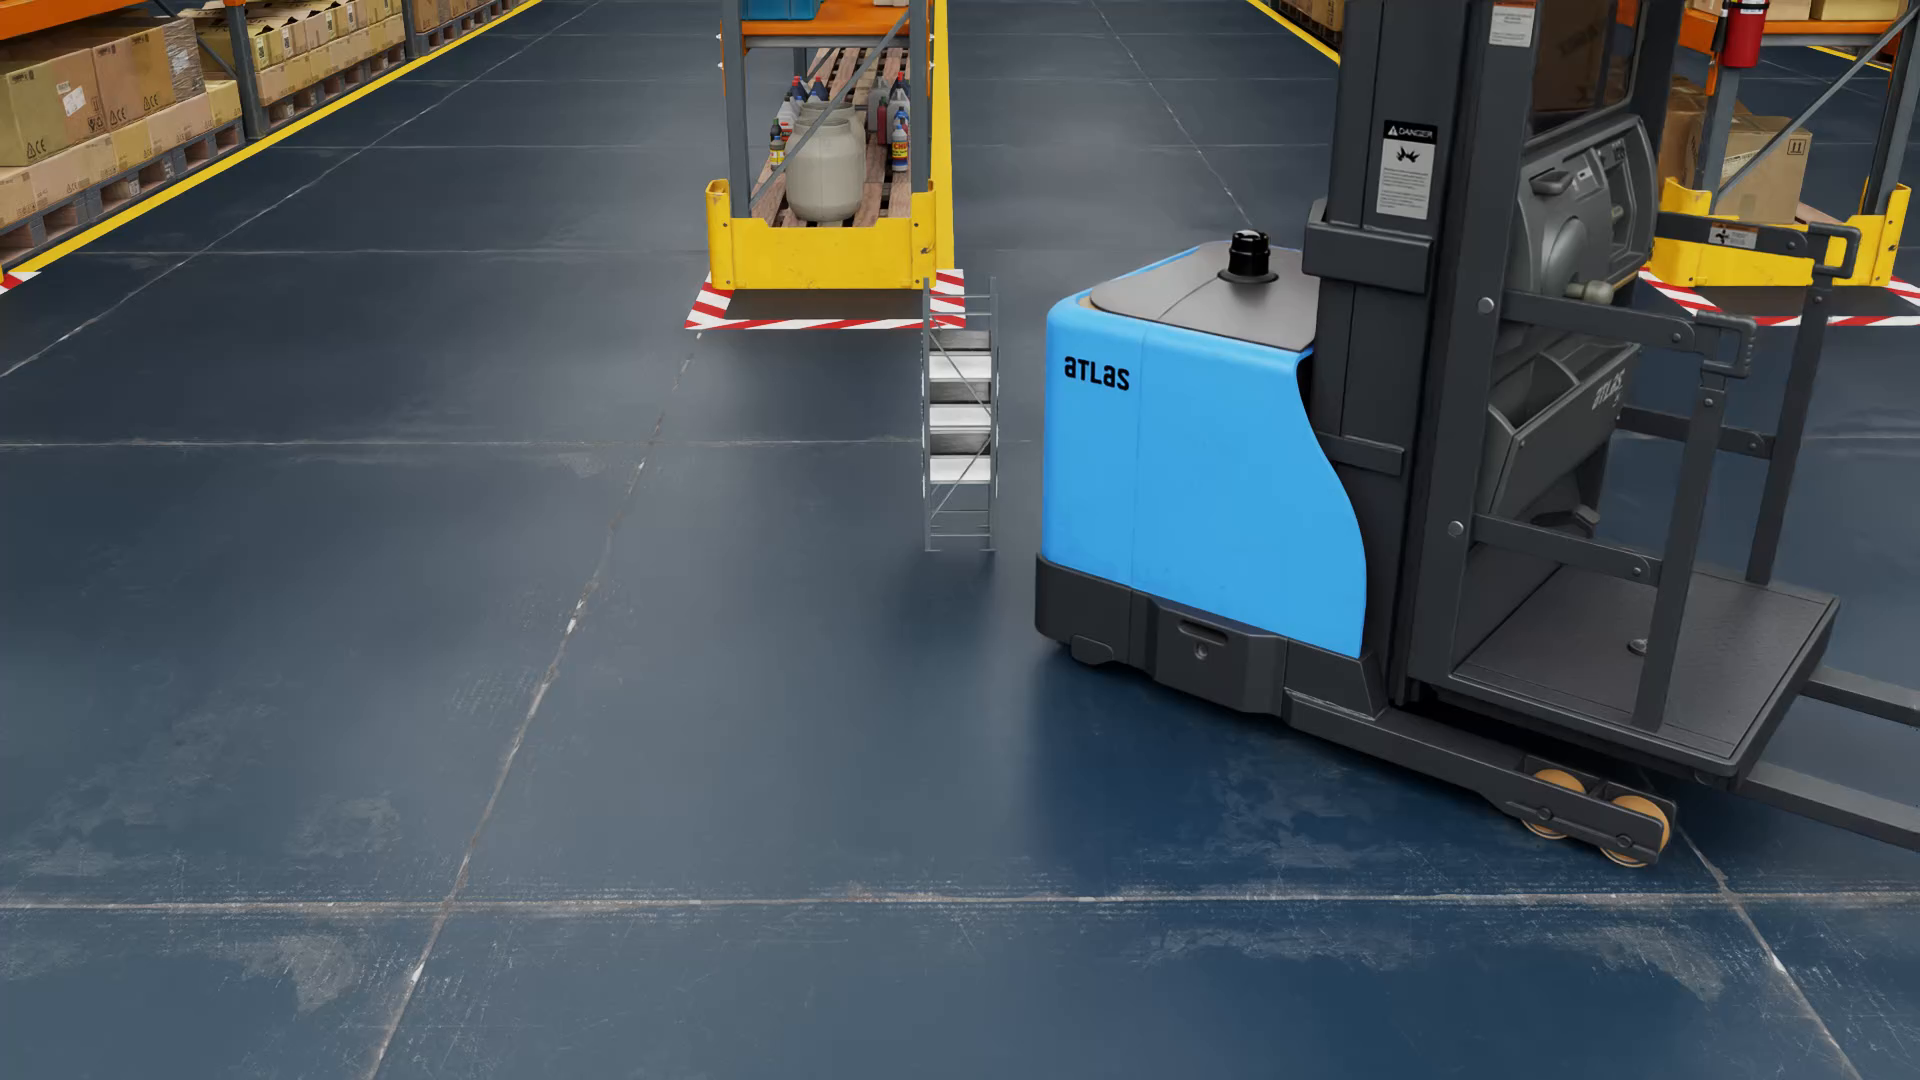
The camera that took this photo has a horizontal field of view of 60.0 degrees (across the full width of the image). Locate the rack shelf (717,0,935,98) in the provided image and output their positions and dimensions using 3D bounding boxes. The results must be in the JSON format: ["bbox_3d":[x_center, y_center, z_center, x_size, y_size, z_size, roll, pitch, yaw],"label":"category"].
[{"bbox_3d":[-0.686,-3.202,10.063,1.077,0.370,4.000,0,24,-1],"label":"rack shelf"}]

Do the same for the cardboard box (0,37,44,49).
[{"bbox_3d":[-5.950,-2.803,10.225,0.500,0.500,0.500,0,24,-1],"label":"cardboard box"}]

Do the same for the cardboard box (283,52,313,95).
[{"bbox_3d":[-5.422,-3.650,13.007,0.500,0.250,0.500,0,24,1],"label":"cardboard box"}]

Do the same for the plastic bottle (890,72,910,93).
[{"bbox_3d":[-0.412,-3.084,11.609,0.144,0.351,0.185,-1,24,-2],"label":"plastic bottle"}]

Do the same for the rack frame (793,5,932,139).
[{"bbox_3d":[-0.708,-4.354,11.737,1.000,3.000,0.127,0,24,-1],"label":"rack frame"}]

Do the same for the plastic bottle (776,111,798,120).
[{"bbox_3d":[-1.099,-2.581,10.589,0.152,0.276,0.135,-1,24,-2],"label":"plastic bottle"}]

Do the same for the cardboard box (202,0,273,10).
[{"bbox_3d":[-5.969,-4.320,13.809,0.500,0.311,0.500,-1,24,-1],"label":"cardboard box"}]

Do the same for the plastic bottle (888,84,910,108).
[{"bbox_3d":[-0.407,-2.871,11.139,0.144,0.351,0.185,0,24,-1],"label":"plastic bottle"}]

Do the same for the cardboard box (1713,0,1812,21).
[{"bbox_3d":[4.079,-2.730,8.451,0.380,0.149,0.250,0,24,-1],"label":"cardboard box"}]

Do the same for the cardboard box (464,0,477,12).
[{"bbox_3d":[-5.446,-5.869,17.587,0.500,0.500,0.500,-1,24,-2],"label":"cardboard box"}]

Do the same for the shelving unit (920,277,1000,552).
[{"bbox_3d":[0.000,-0.413,5.572,0.258,0.900,0.210,0,24,-1],"label":"shelving unit"}]

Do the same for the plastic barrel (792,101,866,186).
[{"bbox_3d":[-0.753,-2.241,9.575,0.421,0.512,0.421,0,24,0],"label":"plastic barrel"}]

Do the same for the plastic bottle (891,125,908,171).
[{"bbox_3d":[-0.372,-2.412,10.219,0.097,0.271,0.097,0,24,0],"label":"plastic bottle"}]

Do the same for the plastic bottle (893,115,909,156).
[{"bbox_3d":[-0.376,-2.553,10.532,0.097,0.271,0.097,0,24,0],"label":"plastic bottle"}]

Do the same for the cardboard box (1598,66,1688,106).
[{"bbox_3d":[4.309,-2.772,10.764,0.500,0.500,0.500,-2,24,-5],"label":"cardboard box"}]

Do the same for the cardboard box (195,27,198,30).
[{"bbox_3d":[-5.952,-3.693,12.422,0.500,0.311,0.500,0,24,-1],"label":"cardboard box"}]

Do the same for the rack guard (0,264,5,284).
[{"bbox_3d":[-5.617,-1.536,8.540,1.175,0.500,0.348,0,24,-1],"label":"rack guard"}]

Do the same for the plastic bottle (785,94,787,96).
[{"bbox_3d":[-1.152,-2.836,11.144,0.061,0.283,0.133,1,24,2],"label":"plastic bottle"}]

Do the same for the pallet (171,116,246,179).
[{"bbox_3d":[-5.694,-2.735,11.541,1.003,0.211,1.213,0,24,-1],"label":"pallet"}]

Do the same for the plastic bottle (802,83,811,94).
[{"bbox_3d":[-1.112,-3.047,11.619,0.152,0.276,0.135,1,24,1],"label":"plastic bottle"}]

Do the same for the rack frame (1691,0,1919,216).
[{"bbox_3d":[4.289,-2.728,8.142,1.000,3.000,0.127,0,24,-1],"label":"rack frame"}]

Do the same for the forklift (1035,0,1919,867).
[{"bbox_3d":[1.702,-0.796,3.953,3.031,2.935,1.130,18,30,34],"label":"forklift"}]

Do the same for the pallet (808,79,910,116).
[{"bbox_3d":[-0.755,-3.407,13.027,1.003,0.211,1.213,0,24,-1],"label":"pallet"}]

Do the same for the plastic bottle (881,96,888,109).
[{"bbox_3d":[-0.509,-2.830,11.129,0.061,0.283,0.133,0,24,-1],"label":"plastic bottle"}]

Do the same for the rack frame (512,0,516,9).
[{"bbox_3d":[-5.748,-7.630,18.980,1.000,3.000,0.127,0,24,-1],"label":"rack frame"}]

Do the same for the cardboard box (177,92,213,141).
[{"bbox_3d":[-5.442,-2.876,11.295,0.500,0.250,0.500,0,24,-1],"label":"cardboard box"}]

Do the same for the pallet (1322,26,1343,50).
[{"bbox_3d":[4.268,-5.079,16.724,1.003,0.211,1.213,0,24,-1],"label":"pallet"}]

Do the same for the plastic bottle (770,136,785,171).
[{"bbox_3d":[-1.122,-2.386,10.248,0.097,0.201,0.097,0,24,0],"label":"plastic bottle"}]

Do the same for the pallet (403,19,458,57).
[{"bbox_3d":[-5.675,-5.019,16.591,1.003,0.211,1.213,0,24,-1],"label":"pallet"}]

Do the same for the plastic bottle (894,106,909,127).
[{"bbox_3d":[-0.379,-2.678,10.807,0.097,0.271,0.097,0,24,0],"label":"plastic bottle"}]

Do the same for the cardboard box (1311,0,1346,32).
[{"bbox_3d":[4.215,-5.532,16.411,1.225,0.875,0.875,-1,24,-3],"label":"cardboard box"}]

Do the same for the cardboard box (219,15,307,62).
[{"bbox_3d":[-5.416,-3.905,12.891,0.500,0.311,0.500,-1,24,-1],"label":"cardboard box"}]

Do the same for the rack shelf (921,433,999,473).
[{"bbox_3d":[0.000,-0.301,5.623,0.258,0.077,0.200,0,24,-1],"label":"rack shelf"}]

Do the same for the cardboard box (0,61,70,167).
[{"bbox_3d":[-5.408,-2.393,9.319,0.500,0.500,0.500,0,24,-1],"label":"cardboard box"}]

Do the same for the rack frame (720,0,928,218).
[{"bbox_3d":[-0.664,-2.706,8.093,1.000,3.000,0.127,0,24,-1],"label":"rack frame"}]

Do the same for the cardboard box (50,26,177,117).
[{"bbox_3d":[-5.434,-3.011,10.685,0.500,0.500,0.500,0,24,-1],"label":"cardboard box"}]

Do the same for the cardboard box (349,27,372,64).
[{"bbox_3d":[-5.443,-4.285,14.411,0.500,0.250,0.500,0,24,1],"label":"cardboard box"}]

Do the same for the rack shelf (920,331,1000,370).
[{"bbox_3d":[0.000,-0.629,5.474,0.258,0.077,0.200,0,24,-1],"label":"rack shelf"}]

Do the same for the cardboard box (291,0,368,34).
[{"bbox_3d":[-5.438,-4.539,14.292,0.500,0.311,0.500,0,24,-1],"label":"cardboard box"}]

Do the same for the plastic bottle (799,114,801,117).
[{"bbox_3d":[-0.991,-2.528,10.462,0.061,0.283,0.133,0,24,-1],"label":"plastic bottle"}]

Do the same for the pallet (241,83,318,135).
[{"bbox_3d":[-5.708,-3.366,12.937,1.003,0.211,1.213,0,24,-1],"label":"pallet"}]

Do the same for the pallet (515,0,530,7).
[{"bbox_3d":[-5.755,-6.642,20.180,1.003,0.211,1.213,0,24,-1],"label":"pallet"}]

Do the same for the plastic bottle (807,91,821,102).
[{"bbox_3d":[-0.991,-2.918,11.338,0.097,0.271,0.097,0,24,0],"label":"plastic bottle"}]

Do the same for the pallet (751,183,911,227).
[{"bbox_3d":[-0.715,-1.801,9.476,1.003,0.211,1.213,0,24,-1],"label":"pallet"}]

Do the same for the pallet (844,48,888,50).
[{"bbox_3d":[-0.802,-5.057,16.674,1.003,0.211,1.213,0,24,-1],"label":"pallet"}]

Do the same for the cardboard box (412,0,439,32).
[{"bbox_3d":[-5.424,-5.232,16.178,0.500,0.500,0.500,1,24,2],"label":"cardboard box"}]

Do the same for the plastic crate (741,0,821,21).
[{"bbox_3d":[-0.969,-2.843,8.577,0.499,0.251,0.616,0,24,-1],"label":"plastic crate"}]

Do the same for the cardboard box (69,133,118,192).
[{"bbox_3d":[-5.415,-2.258,9.929,0.500,0.250,0.500,0,24,-1],"label":"cardboard box"}]

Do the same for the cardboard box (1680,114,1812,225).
[{"bbox_3d":[4.299,-2.038,9.140,0.500,0.500,0.500,4,25,9],"label":"cardboard box"}]

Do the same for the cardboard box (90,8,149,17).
[{"bbox_3d":[-5.969,-3.421,11.591,0.500,0.500,0.500,0,24,-1],"label":"cardboard box"}]
